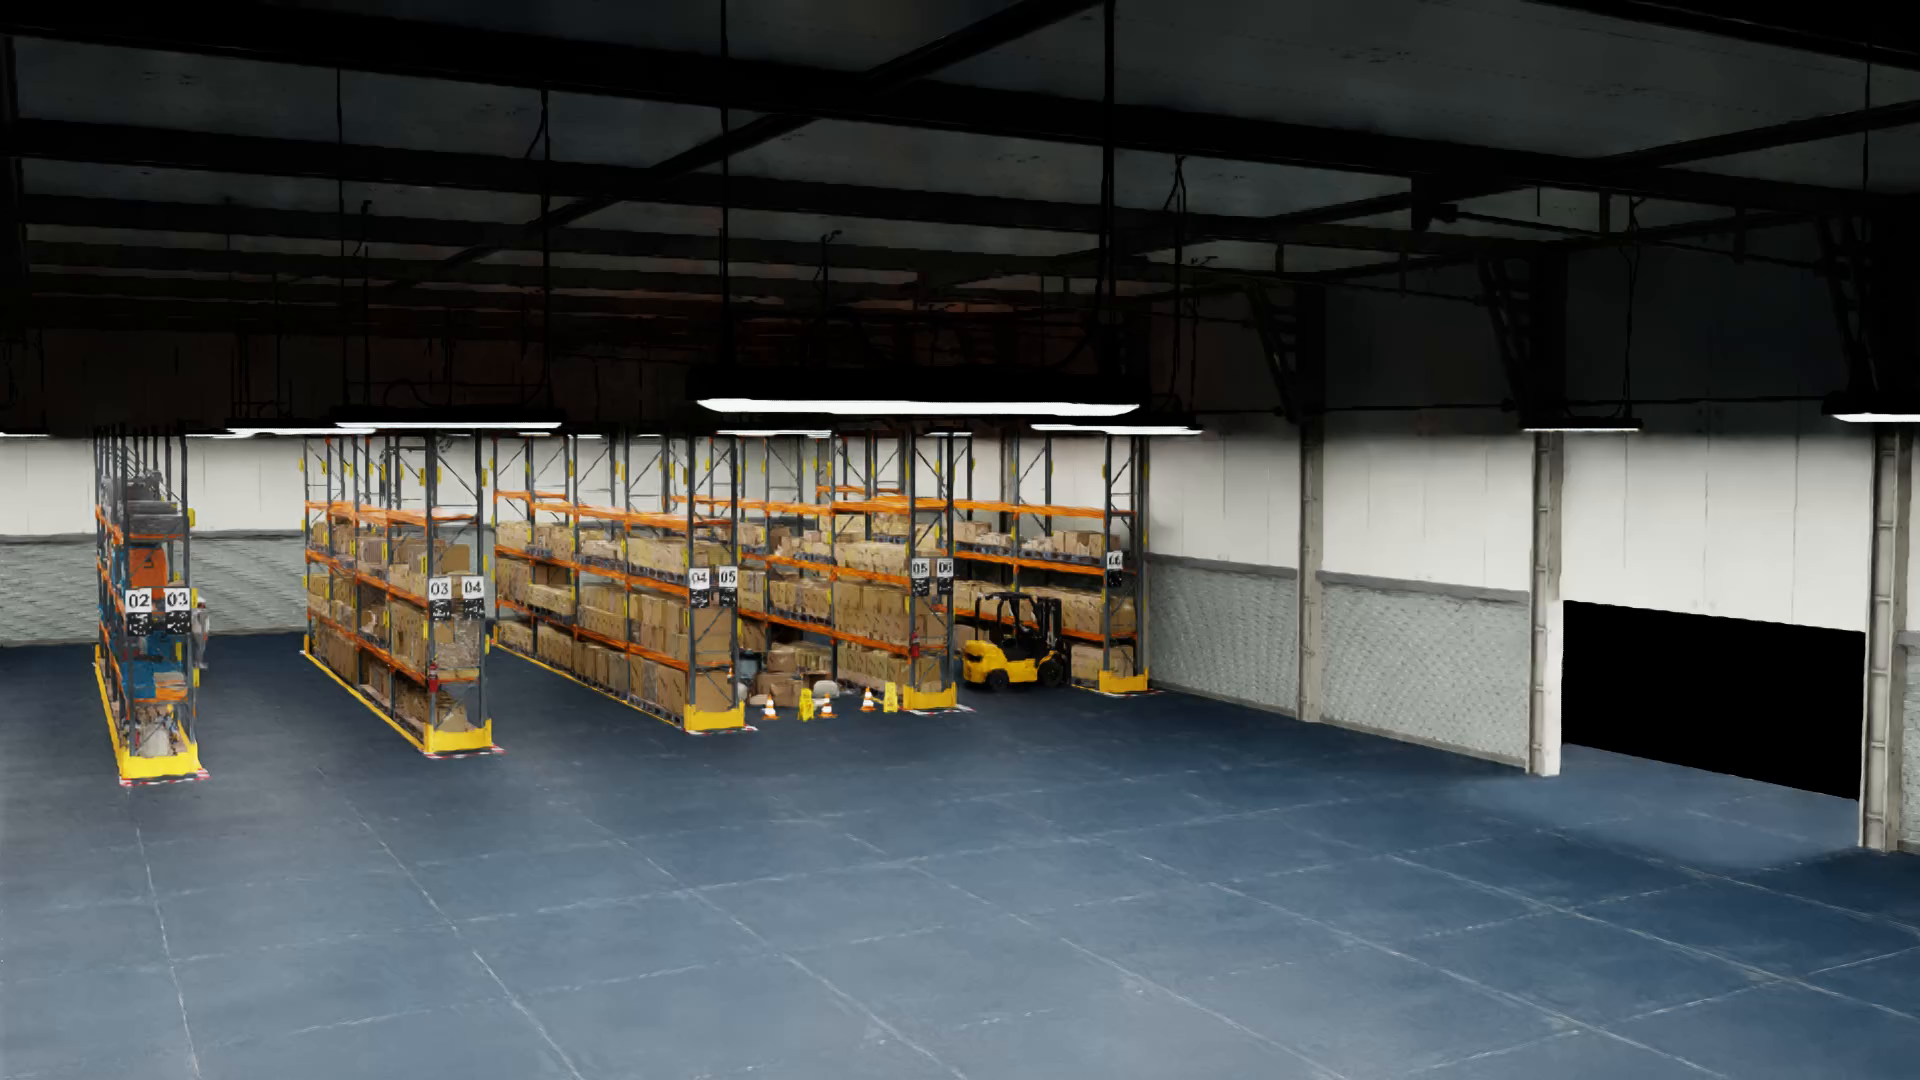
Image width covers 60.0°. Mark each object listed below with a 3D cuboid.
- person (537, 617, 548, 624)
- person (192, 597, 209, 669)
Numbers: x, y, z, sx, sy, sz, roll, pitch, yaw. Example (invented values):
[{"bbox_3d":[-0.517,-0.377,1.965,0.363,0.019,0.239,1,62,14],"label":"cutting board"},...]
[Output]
[{"bbox_3d":[-12.964,1.834,51.278,0.457,1.586,0.532,1,4,23],"label":"person"},{"bbox_3d":[-18.924,2.304,41.485,0.387,1.784,0.660,-2,4,-36],"label":"person"}]
